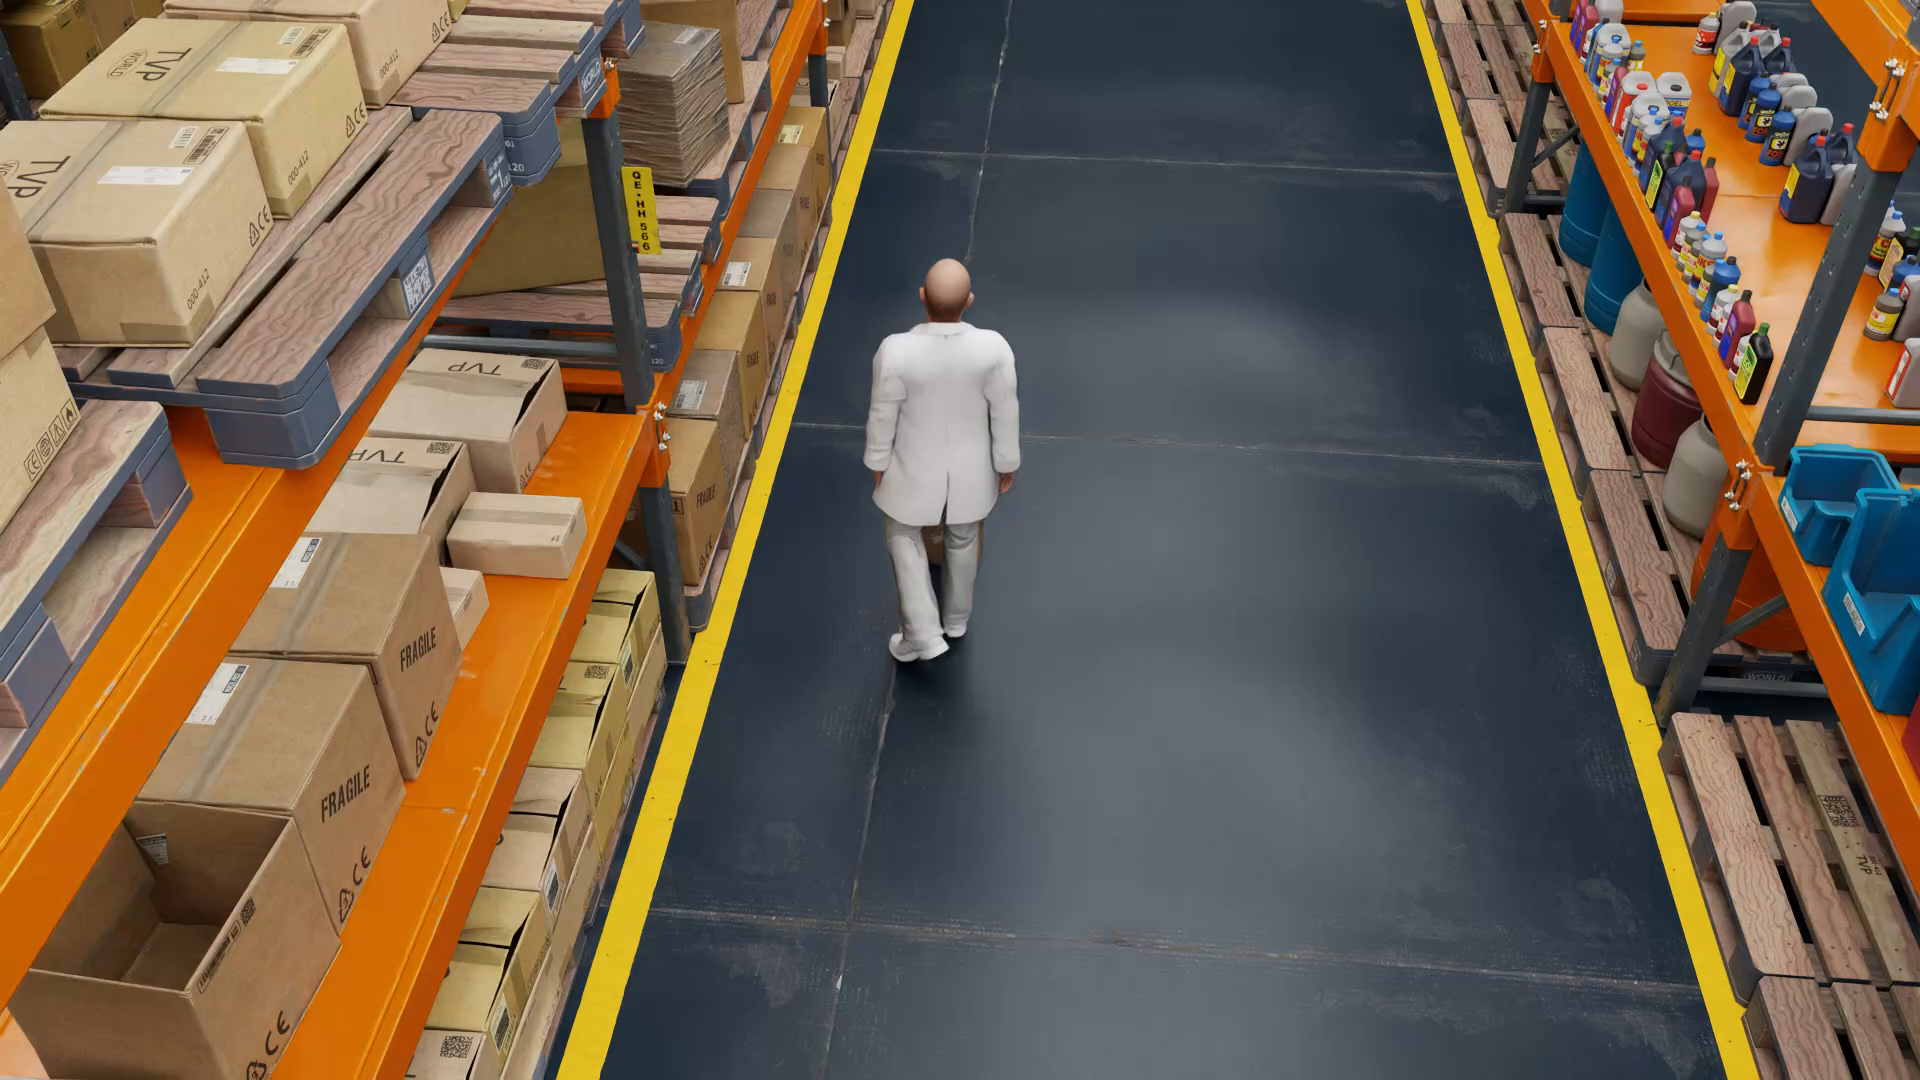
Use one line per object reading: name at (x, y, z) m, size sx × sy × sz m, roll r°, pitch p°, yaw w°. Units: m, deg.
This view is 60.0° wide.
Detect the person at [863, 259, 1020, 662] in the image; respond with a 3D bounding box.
person at (-0.069, -0.288, 6.492) m, size 0.610 × 1.780 × 0.670 m, roll -5°, pitch 40°, yaw -5°
